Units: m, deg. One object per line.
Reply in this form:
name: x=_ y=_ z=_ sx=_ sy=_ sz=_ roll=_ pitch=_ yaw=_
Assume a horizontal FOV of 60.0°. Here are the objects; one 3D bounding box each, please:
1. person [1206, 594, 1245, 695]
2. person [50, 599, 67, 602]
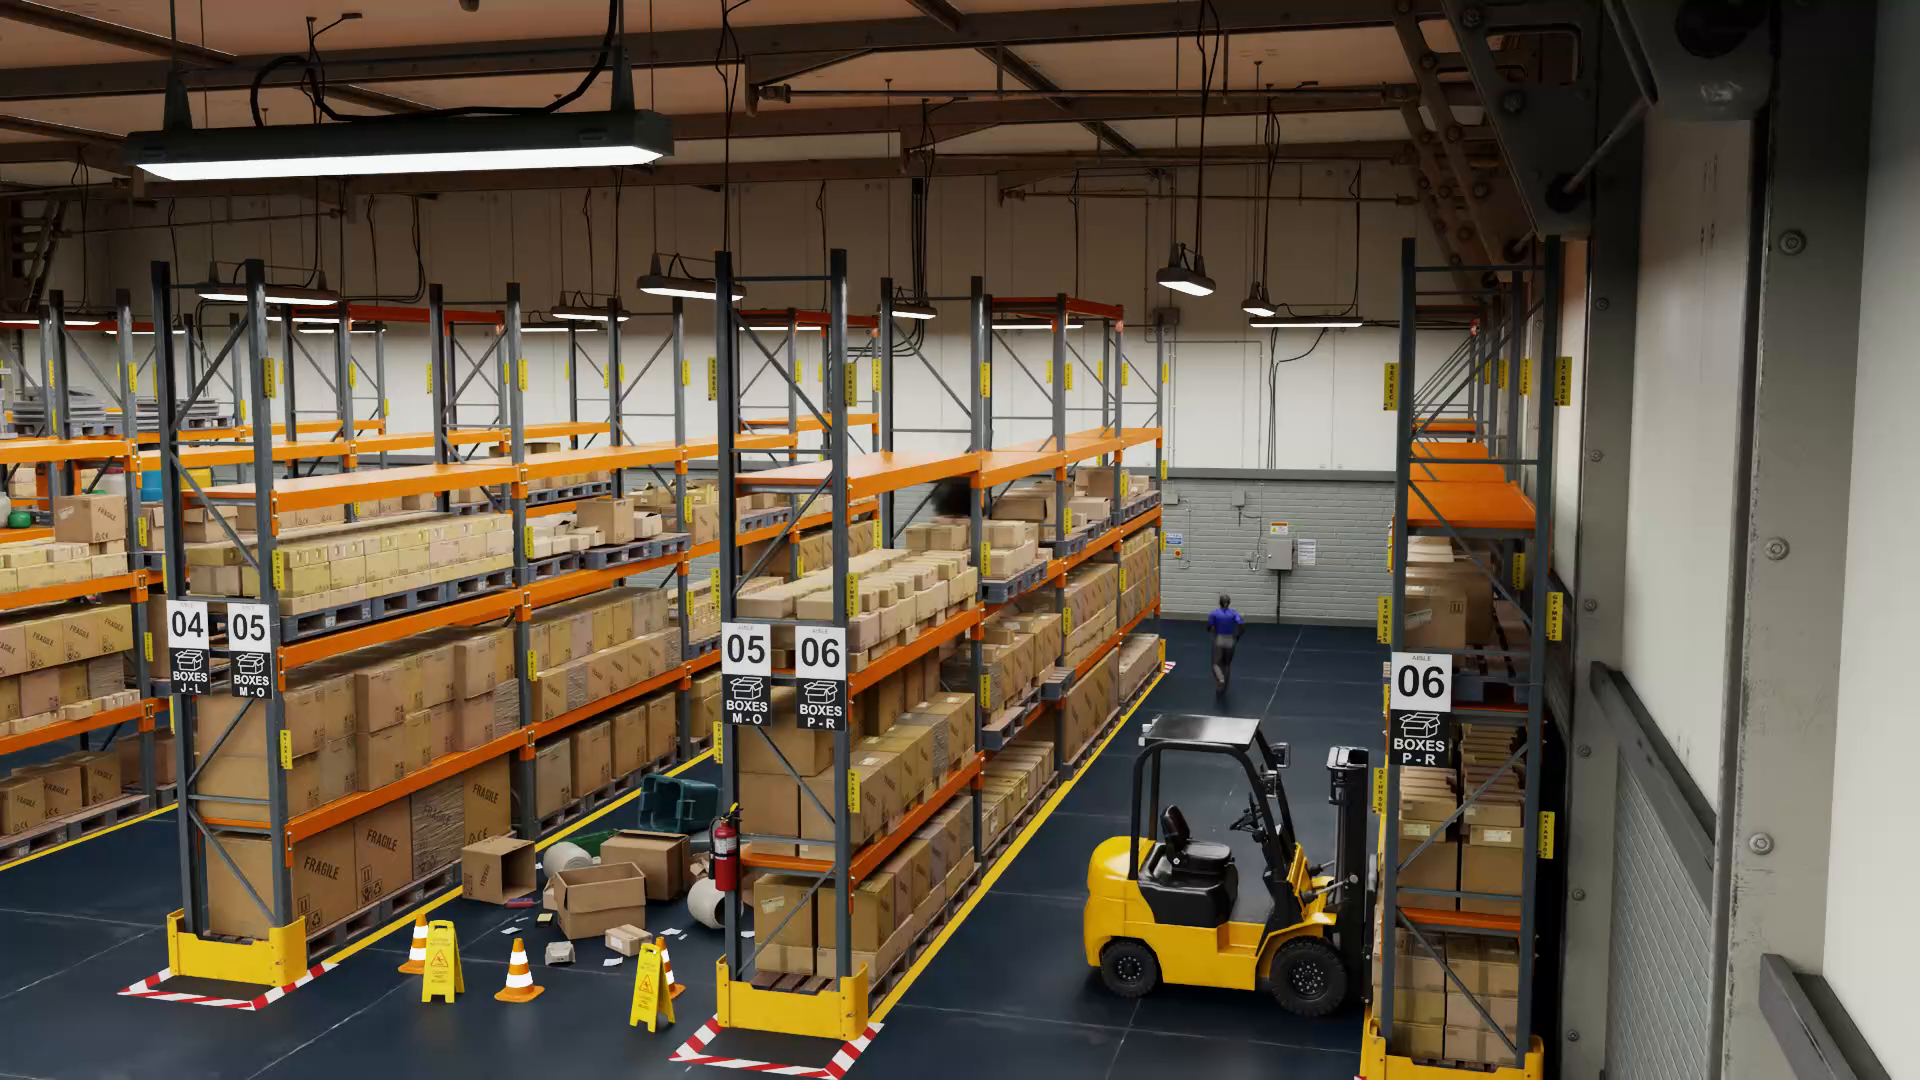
person: x=4.099 y=1.633 z=25.774 sx=0.588 sy=1.620 sz=0.805 roll=0 pitch=6 yaw=-1
person: x=-15.238 y=1.326 z=28.273 sx=0.556 sy=1.740 sz=0.831 roll=0 pitch=6 yaw=0
